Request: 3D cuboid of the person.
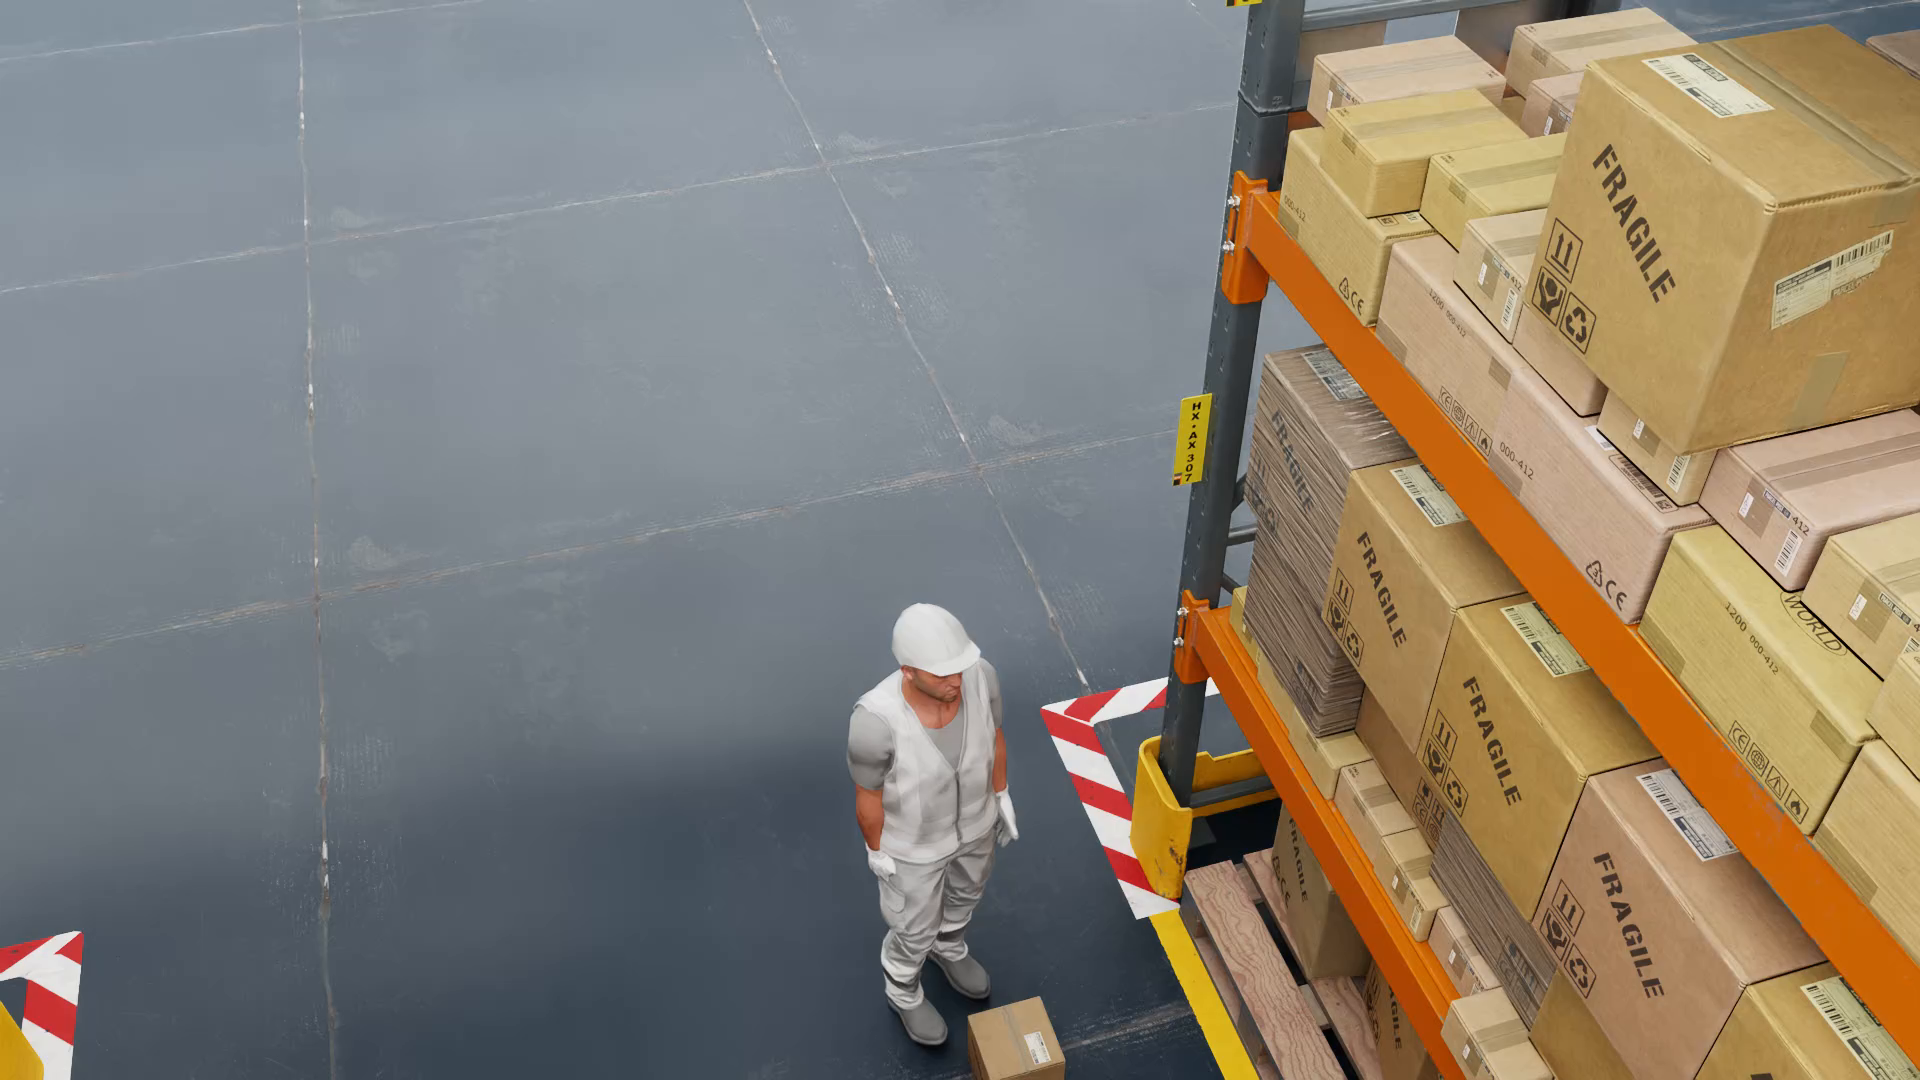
[{"bbox_3d":[-0.057,0.897,5.148,0.525,1.792,0.390,-25,48,-25],"label":"person"}]
